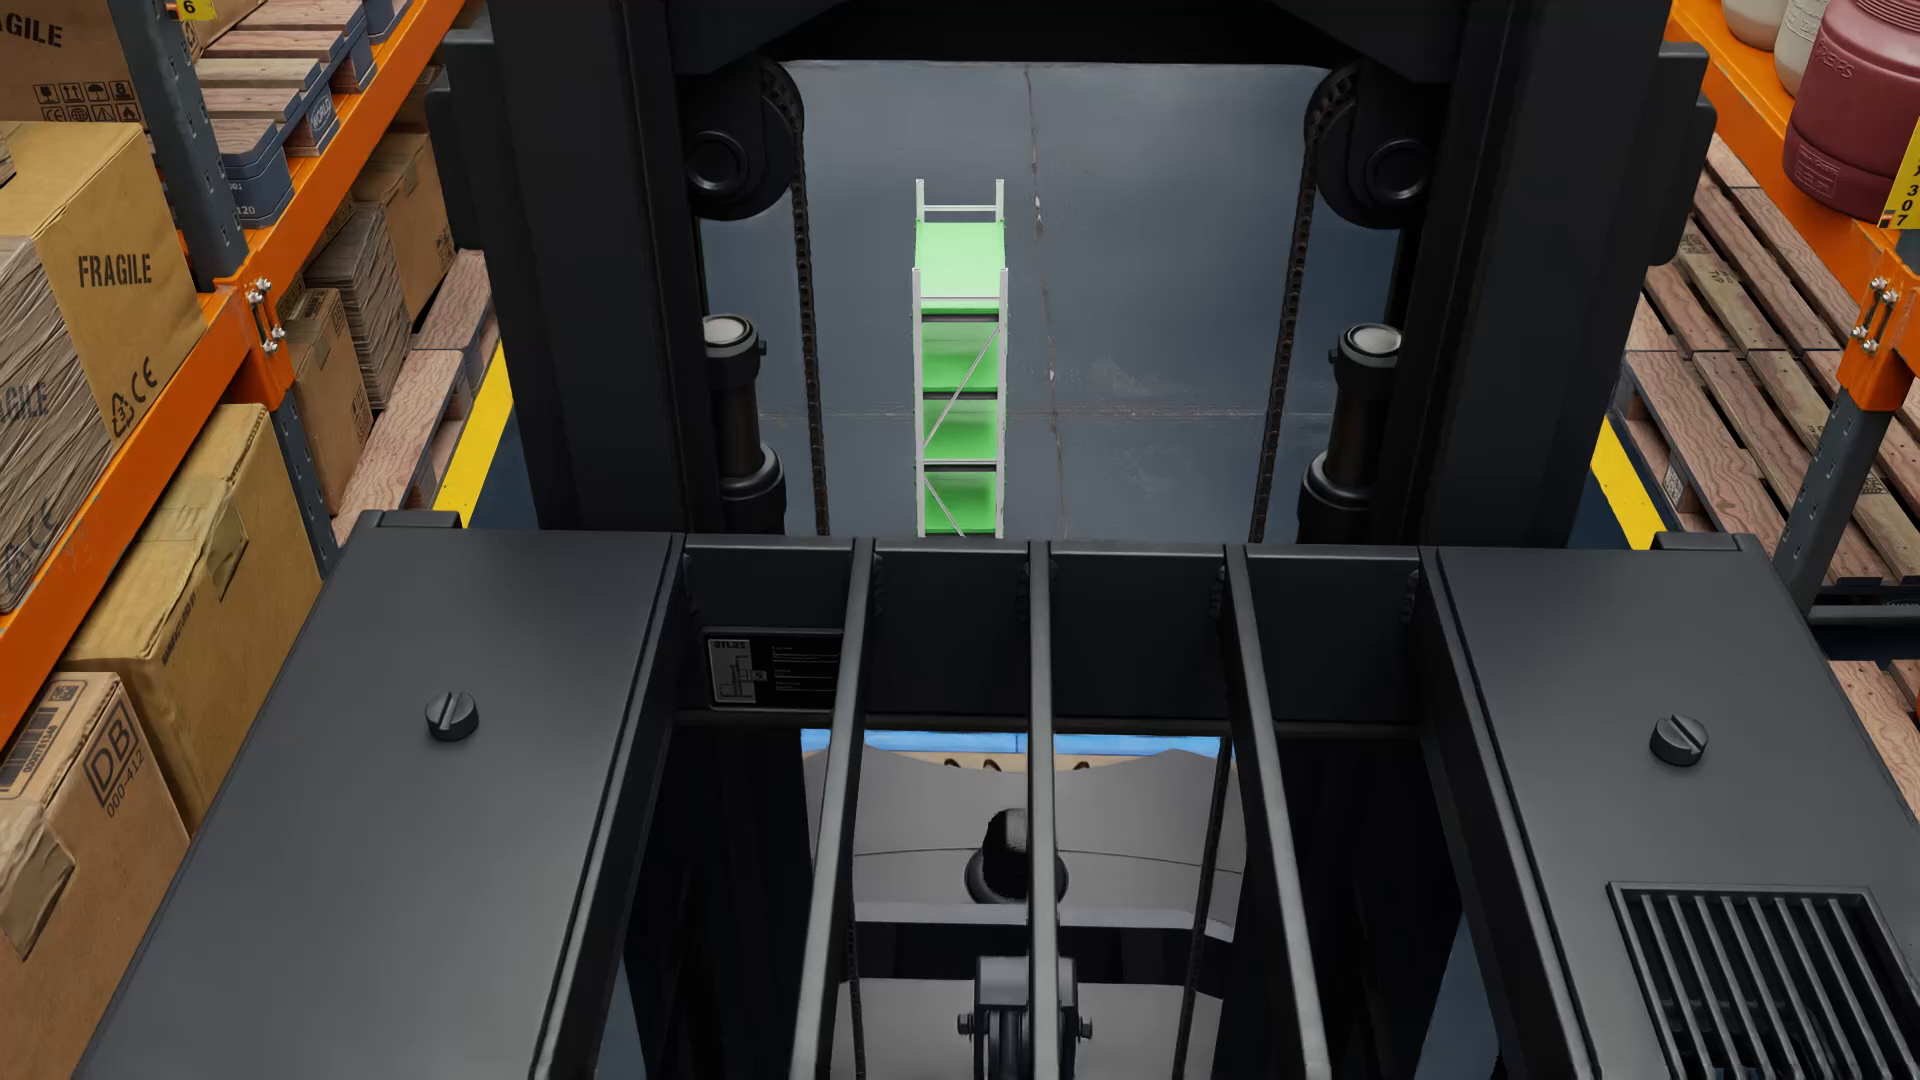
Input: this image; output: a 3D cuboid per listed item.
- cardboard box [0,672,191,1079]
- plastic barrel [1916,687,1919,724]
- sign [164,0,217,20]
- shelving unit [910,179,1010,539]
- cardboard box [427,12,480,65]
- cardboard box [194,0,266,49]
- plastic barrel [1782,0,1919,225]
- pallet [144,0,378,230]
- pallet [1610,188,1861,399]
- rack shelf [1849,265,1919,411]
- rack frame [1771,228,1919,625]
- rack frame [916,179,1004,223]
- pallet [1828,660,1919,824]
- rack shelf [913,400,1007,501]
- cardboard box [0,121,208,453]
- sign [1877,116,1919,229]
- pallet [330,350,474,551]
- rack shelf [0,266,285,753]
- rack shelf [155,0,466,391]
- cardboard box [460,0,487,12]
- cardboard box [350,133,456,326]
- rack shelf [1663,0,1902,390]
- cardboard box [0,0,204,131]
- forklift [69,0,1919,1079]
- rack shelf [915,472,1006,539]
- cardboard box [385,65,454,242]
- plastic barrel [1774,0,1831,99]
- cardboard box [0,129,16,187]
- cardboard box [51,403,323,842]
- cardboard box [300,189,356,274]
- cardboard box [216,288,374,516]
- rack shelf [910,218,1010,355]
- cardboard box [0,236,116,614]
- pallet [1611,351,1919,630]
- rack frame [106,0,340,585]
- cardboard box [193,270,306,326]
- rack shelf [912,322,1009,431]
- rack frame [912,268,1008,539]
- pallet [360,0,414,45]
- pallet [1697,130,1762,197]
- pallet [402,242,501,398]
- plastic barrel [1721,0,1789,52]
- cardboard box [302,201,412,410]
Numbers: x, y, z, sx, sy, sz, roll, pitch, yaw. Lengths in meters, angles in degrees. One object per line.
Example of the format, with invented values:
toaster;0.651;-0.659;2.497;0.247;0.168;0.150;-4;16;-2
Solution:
cardboard box;-2.234;0.861;3.141;1.225;0.875;0.875;0;39;0
plastic barrel;2.764;0.192;4.012;0.600;0.830;0.708;0;39;0
sign;-1.652;-1.248;3.483;0.100;0.325;0.005;0;39;0
shelving unit;0.000;-0.365;4.746;0.258;1.200;0.503;0;39;0
cardboard box;-2.251;-1.809;6.756;0.700;0.500;0.500;0;39;0
cardboard box;-2.348;-1.683;4.536;0.700;0.500;0.500;5;39;7
plastic barrel;2.443;-1.140;4.165;0.600;0.536;0.708;0;39;0
pallet;-2.314;-1.164;4.458;1.213;0.211;1.003;0;39;0
pallet;2.786;-0.955;6.272;1.003;0.211;1.213;0;39;0
rack shelf;2.748;0.734;2.510;1.077;0.370;4.000;0;39;0
rack frame;2.746;-0.797;3.846;1.000;3.000;0.127;0;39;0
rack frame;0.000;-0.517;4.936;0.240;1.200;0.015;0;39;0
pallet;2.789;0.784;4.103;1.003;0.211;1.213;0;39;0
rack shelf;0.000;-0.315;4.786;0.258;0.148;0.480;0;39;0
cardboard box;-1.958;-0.524;3.426;0.500;0.500;0.500;1;39;1
sign;2.196;-0.856;3.789;0.100;0.325;0.005;0;39;0
pallet;-2.206;-0.194;5.324;1.003;0.211;1.213;0;39;0
rack shelf;-2.205;0.738;2.506;1.077;0.370;4.000;0;39;0
rack shelf;-2.209;-1.764;5.627;1.077;0.370;4.000;0;39;0
cardboard box;-2.232;-2.107;7.128;0.700;0.500;0.500;-3;39;-4
cardboard box;-2.249;-1.110;5.884;0.700;0.500;0.500;3;39;4
rack shelf;2.744;-1.767;5.632;1.077;0.370;4.000;0;39;0
cardboard box;-2.247;-1.334;4.100;0.500;0.500;0.500;-5;39;-6
forklift;0.063;0.977;1.687;1.130;2.935;3.031;1;39;1
rack shelf;0.000;-0.128;4.936;0.258;0.148;0.480;0;39;0
cardboard box;-2.249;-1.459;6.319;0.700;0.500;0.500;-3;39;-4
plastic barrel;2.531;-1.484;4.614;0.421;0.512;0.421;0;39;0
cardboard box;-2.222;-0.767;2.926;0.797;0.503;0.637;1;39;1
cardboard box;-2.227;0.303;3.836;1.225;0.875;0.875;-2;39;-2
cardboard box;-2.248;-1.033;5.188;0.500;0.250;0.500;4;39;5
cardboard box;-2.228;-0.409;5.009;0.700;0.500;0.500;-2;39;-2
rack shelf;0.000;-0.689;4.485;0.258;0.148;0.480;0;39;0
cardboard box;-1.964;-0.212;3.037;0.500;0.500;0.500;0;39;0
pallet;2.784;-0.194;5.323;1.003;0.211;1.213;0;39;0
rack frame;-2.207;-0.794;3.842;1.000;3.000;0.127;0;39;0
cardboard box;-2.238;-0.702;4.774;0.500;0.250;0.500;1;39;2
rack shelf;0.000;-0.502;4.635;0.258;0.148;0.480;0;39;0
rack frame;0.000;-0.212;4.555;0.240;1.200;0.015;0;39;0
pallet;-2.250;-1.957;5.446;1.003;0.211;1.213;0;39;0
pallet;2.781;-1.719;7.227;1.003;0.211;1.213;0;39;0
pallet;-2.205;-0.955;6.273;1.003;0.211;1.213;0;39;0
plastic barrel;2.531;-1.747;4.942;0.421;0.512;0.421;0;39;0
cardboard box;-2.241;-0.756;5.441;0.700;0.500;0.500;-3;39;-4
